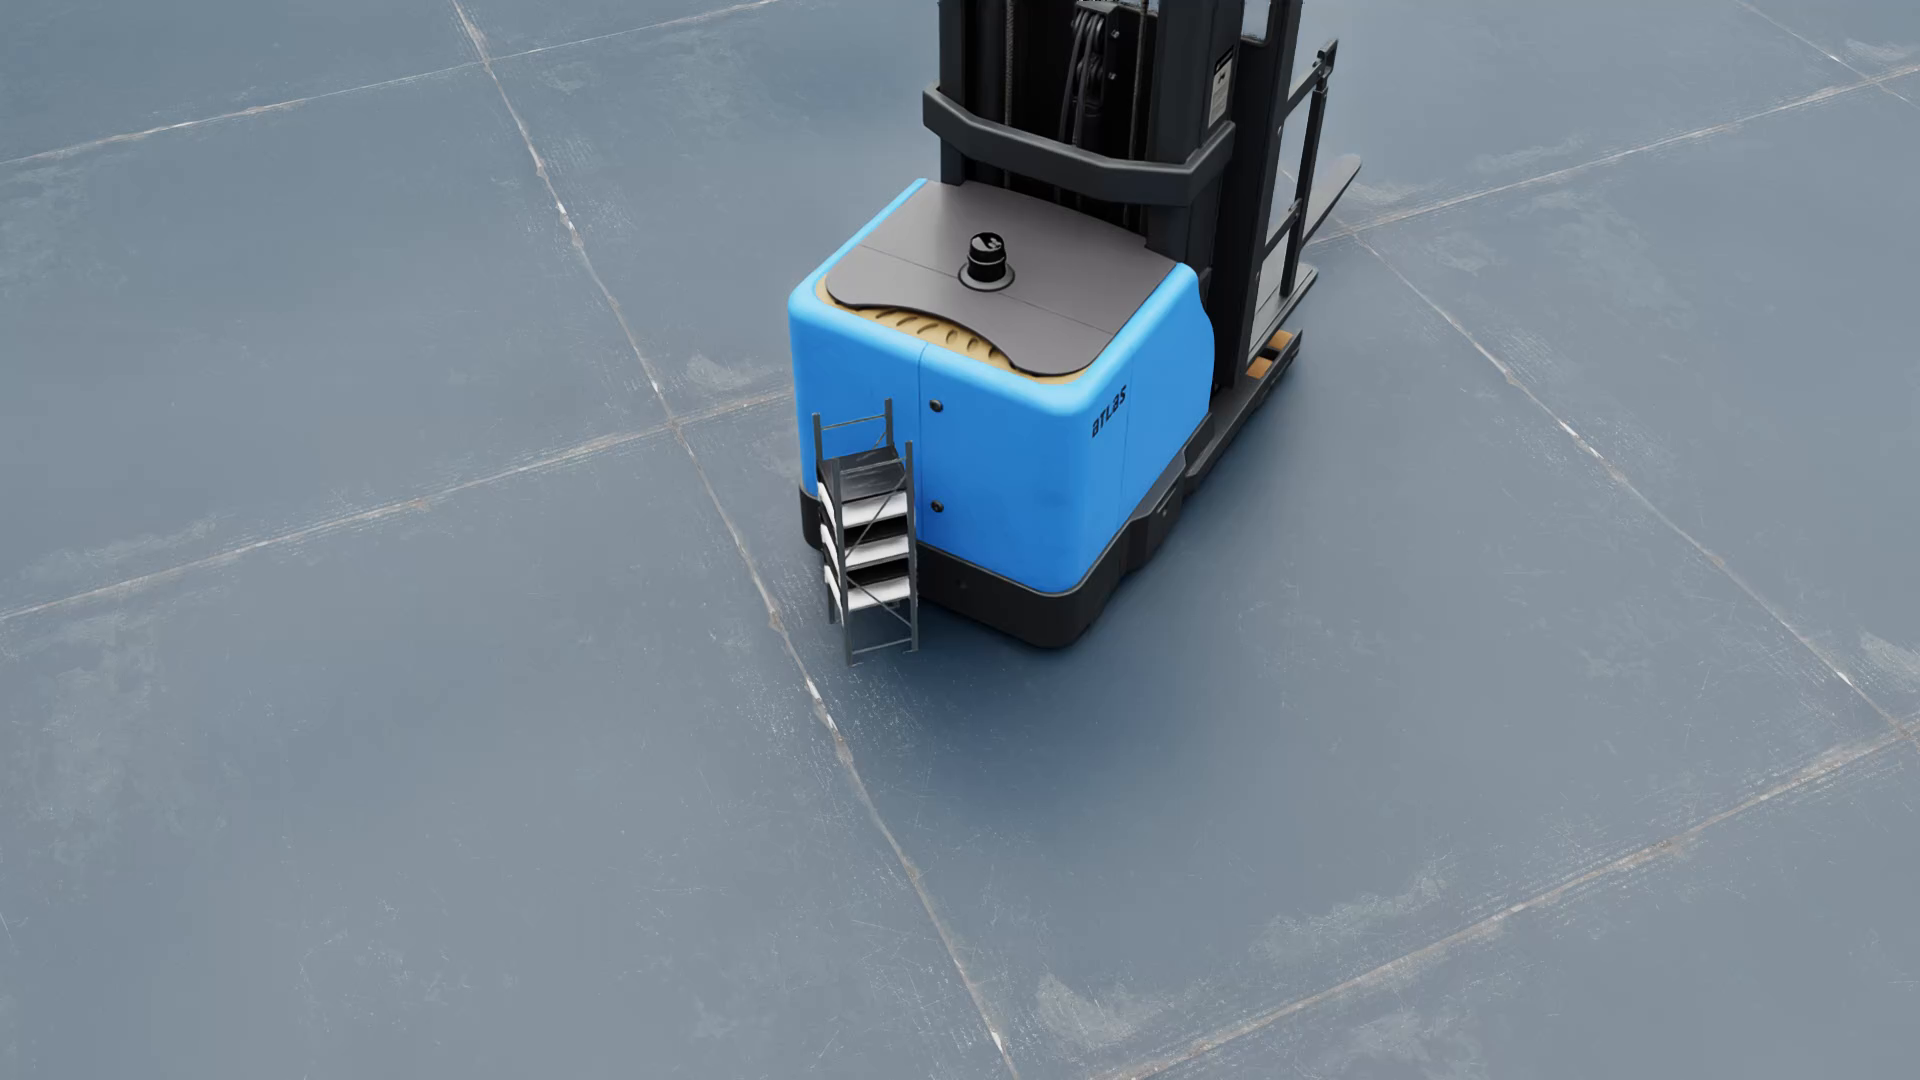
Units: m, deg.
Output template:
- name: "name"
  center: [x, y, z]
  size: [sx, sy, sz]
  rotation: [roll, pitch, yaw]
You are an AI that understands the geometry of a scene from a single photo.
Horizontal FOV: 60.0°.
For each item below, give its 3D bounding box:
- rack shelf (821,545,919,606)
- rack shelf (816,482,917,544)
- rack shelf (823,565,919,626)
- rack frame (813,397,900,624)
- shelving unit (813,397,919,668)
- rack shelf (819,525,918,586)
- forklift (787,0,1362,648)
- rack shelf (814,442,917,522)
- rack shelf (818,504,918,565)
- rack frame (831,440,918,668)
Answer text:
- name: "rack shelf"
  center: [-0.282, 0.083, 5.200]
  size: [0.258, 0.077, 0.200]
  rotation: [-13, 46, -13]
- name: "rack shelf"
  center: [-0.282, -0.109, 5.011]
  size: [0.258, 0.077, 0.200]
  rotation: [-13, 46, -13]
- name: "rack shelf"
  center: [-0.282, 0.147, 5.264]
  size: [0.258, 0.077, 0.200]
  rotation: [-13, 46, -13]
- name: "rack frame"
  center: [-0.315, -0.072, 5.182]
  size: [0.240, 0.900, 0.006]
  rotation: [-13, 46, -13]
- name: "shelving unit"
  center: [-0.282, -0.004, 5.114]
  size: [0.258, 0.900, 0.210]
  rotation: [-13, 46, -13]
- name: "rack shelf"
  center: [-0.282, 0.019, 5.137]
  size: [0.258, 0.077, 0.200]
  rotation: [-13, 46, -13]
- name: "forklift"
  center: [0.651, -1.722, 5.408]
  size: [1.130, 2.935, 3.031]
  rotation: [23, 49, 21]
- name: "rack shelf"
  center: [-0.282, -0.173, 4.948]
  size: [0.258, 0.077, 0.200]
  rotation: [-13, 46, -13]
- name: "rack shelf"
  center: [-0.282, -0.045, 5.074]
  size: [0.258, 0.077, 0.200]
  rotation: [-13, 46, -13]
- name: "rack frame"
  center: [-0.250, 0.063, 5.045]
  size: [0.240, 0.900, 0.006]
  rotation: [-13, 46, -13]
